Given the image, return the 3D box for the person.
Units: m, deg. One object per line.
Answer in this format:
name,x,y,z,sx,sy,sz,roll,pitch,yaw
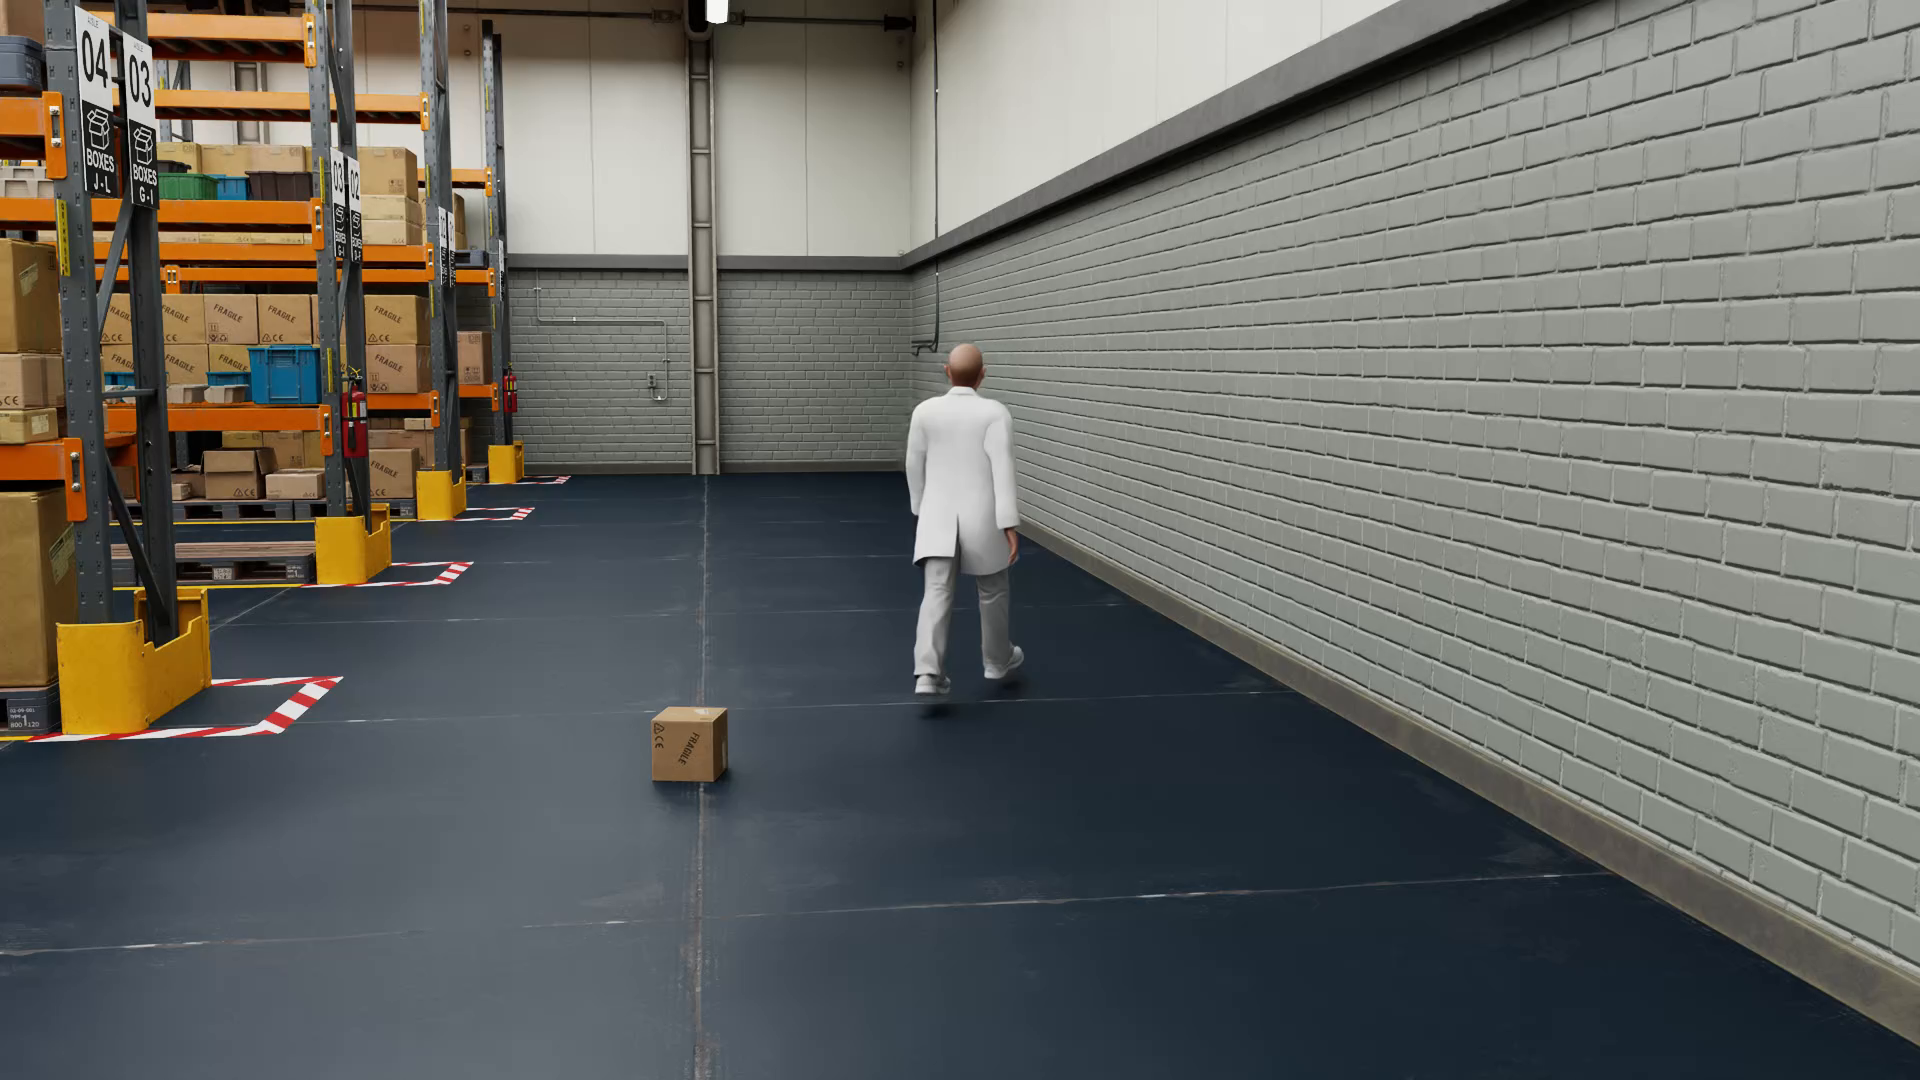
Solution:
person,0.030,-0.112,8.274,0.612,1.718,1.157,1,6,11
